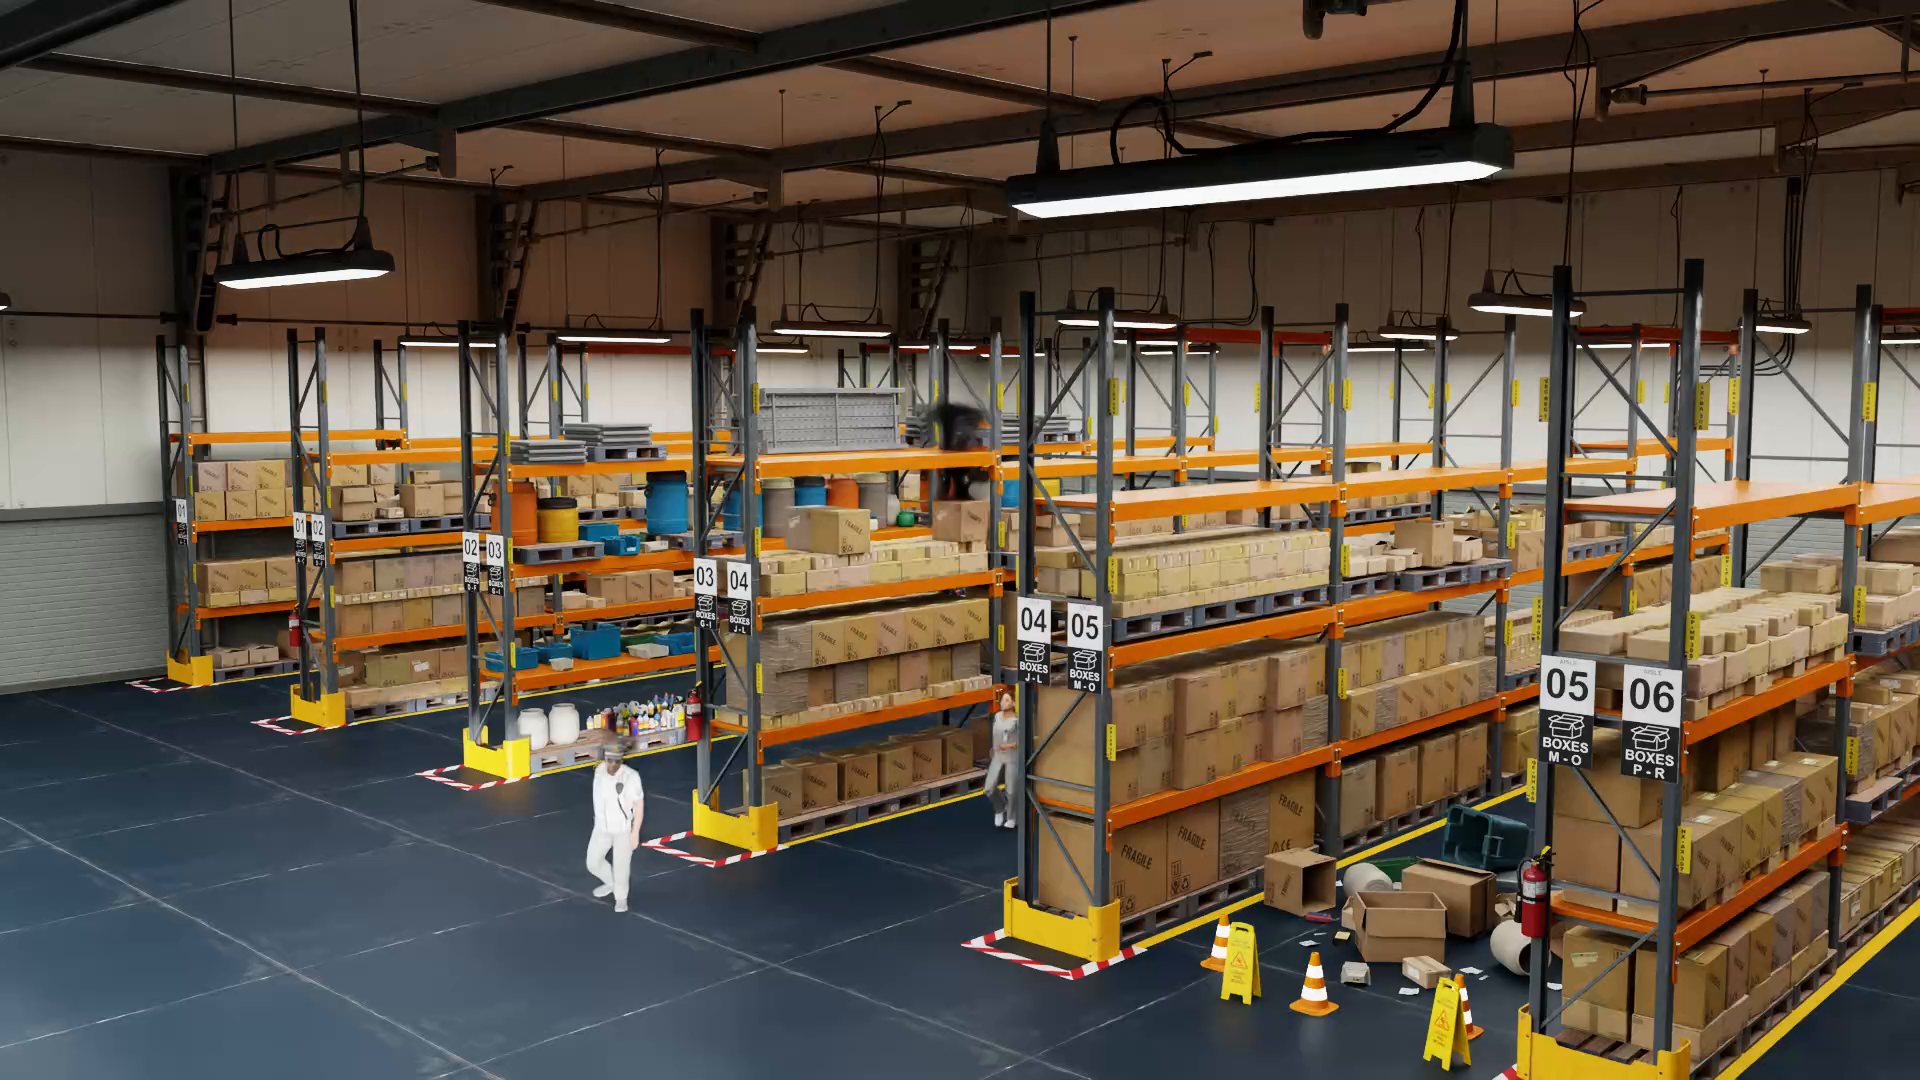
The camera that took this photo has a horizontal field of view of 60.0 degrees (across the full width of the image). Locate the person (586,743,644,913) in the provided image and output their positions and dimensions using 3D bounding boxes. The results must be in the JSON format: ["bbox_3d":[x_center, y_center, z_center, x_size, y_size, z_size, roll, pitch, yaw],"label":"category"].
[{"bbox_3d":[-3.373,2.795,16.284,0.707,1.715,0.580,2,6,18],"label":"person"}]

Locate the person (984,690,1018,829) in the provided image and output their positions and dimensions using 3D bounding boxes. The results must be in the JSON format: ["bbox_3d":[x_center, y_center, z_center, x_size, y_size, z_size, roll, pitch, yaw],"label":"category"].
[{"bbox_3d":[0.534,2.542,19.145,0.536,1.630,0.627,3,6,29],"label":"person"}]
